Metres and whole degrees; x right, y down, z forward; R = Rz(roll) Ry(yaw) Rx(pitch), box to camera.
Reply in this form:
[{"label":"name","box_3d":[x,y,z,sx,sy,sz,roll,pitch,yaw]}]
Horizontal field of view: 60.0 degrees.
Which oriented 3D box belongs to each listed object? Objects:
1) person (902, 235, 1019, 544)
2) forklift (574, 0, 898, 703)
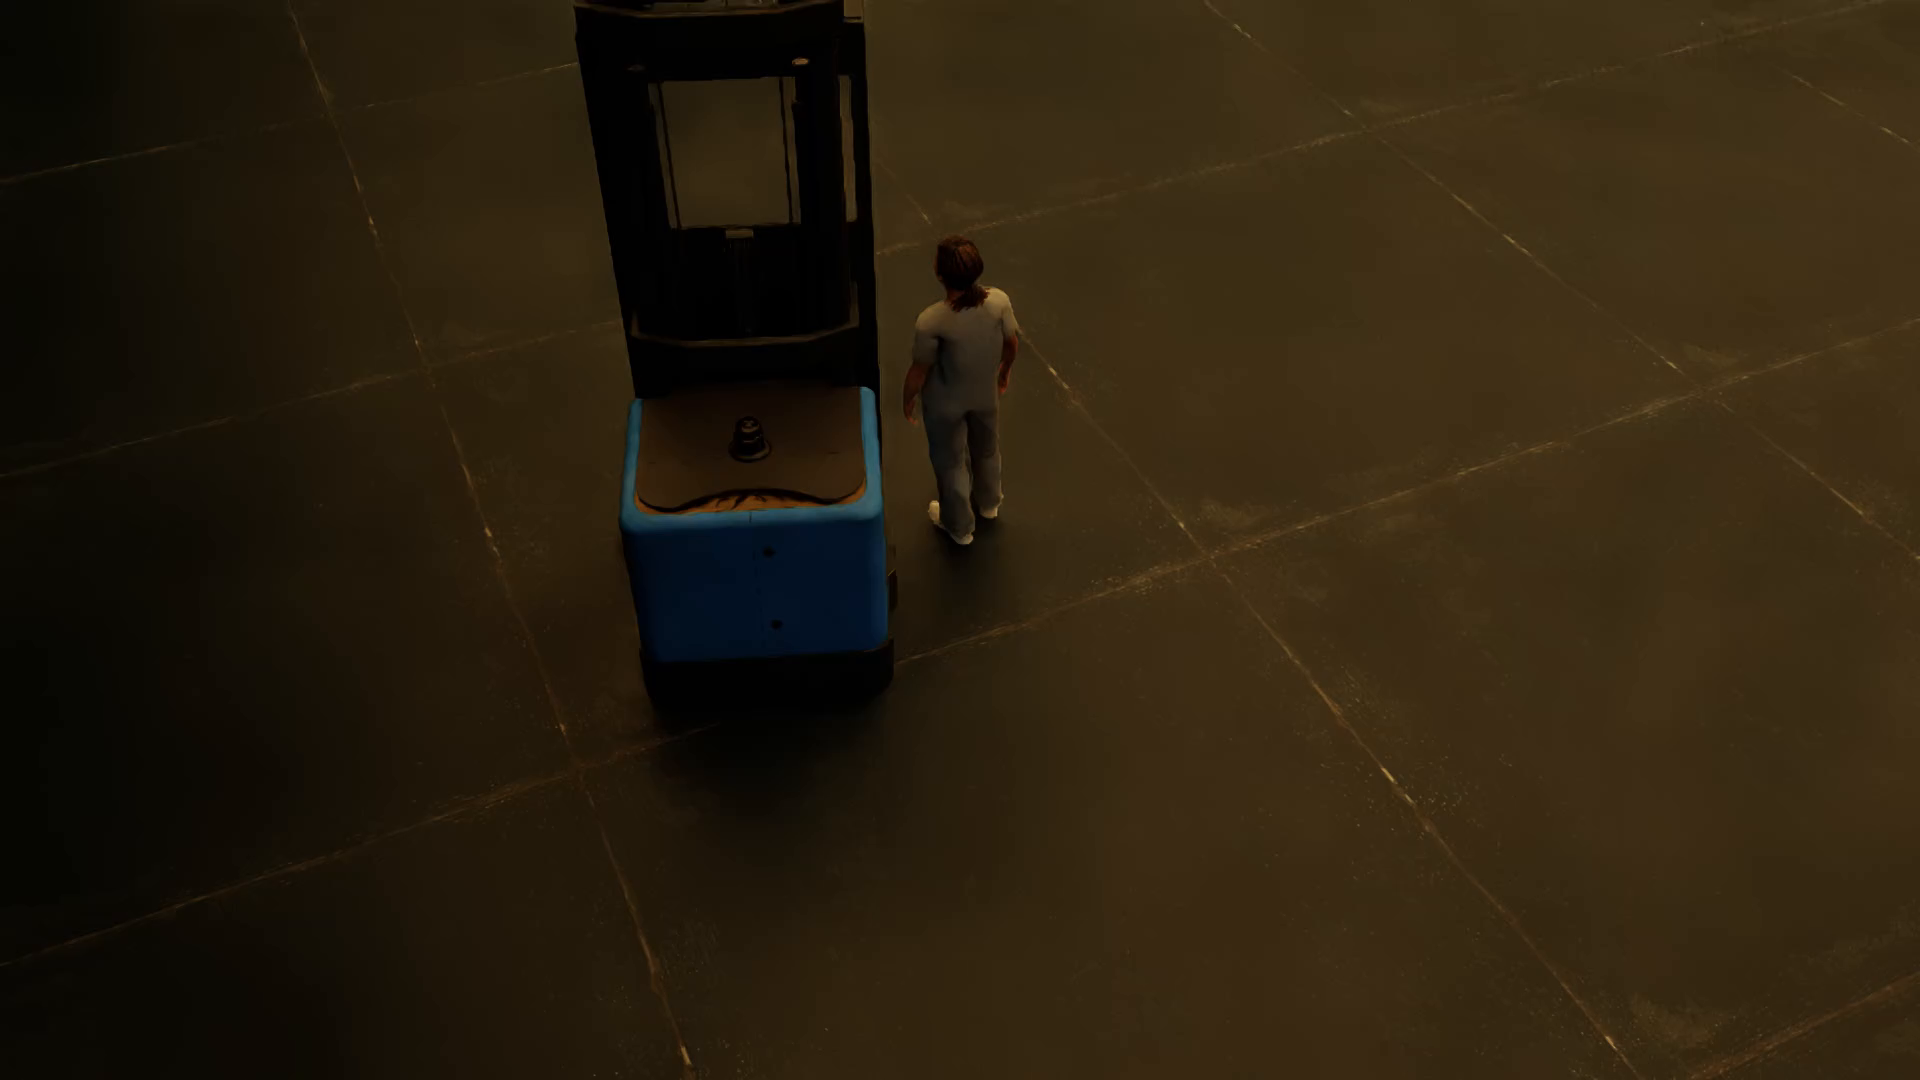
[{"label":"person","box_3d":[-0.020,-0.676,7.297,0.549,1.673,0.545,-18,46,-18]},{"label":"forklift","box_3d":[-0.927,-1.387,7.166,1.130,2.935,3.031,-3,43,-4]}]
